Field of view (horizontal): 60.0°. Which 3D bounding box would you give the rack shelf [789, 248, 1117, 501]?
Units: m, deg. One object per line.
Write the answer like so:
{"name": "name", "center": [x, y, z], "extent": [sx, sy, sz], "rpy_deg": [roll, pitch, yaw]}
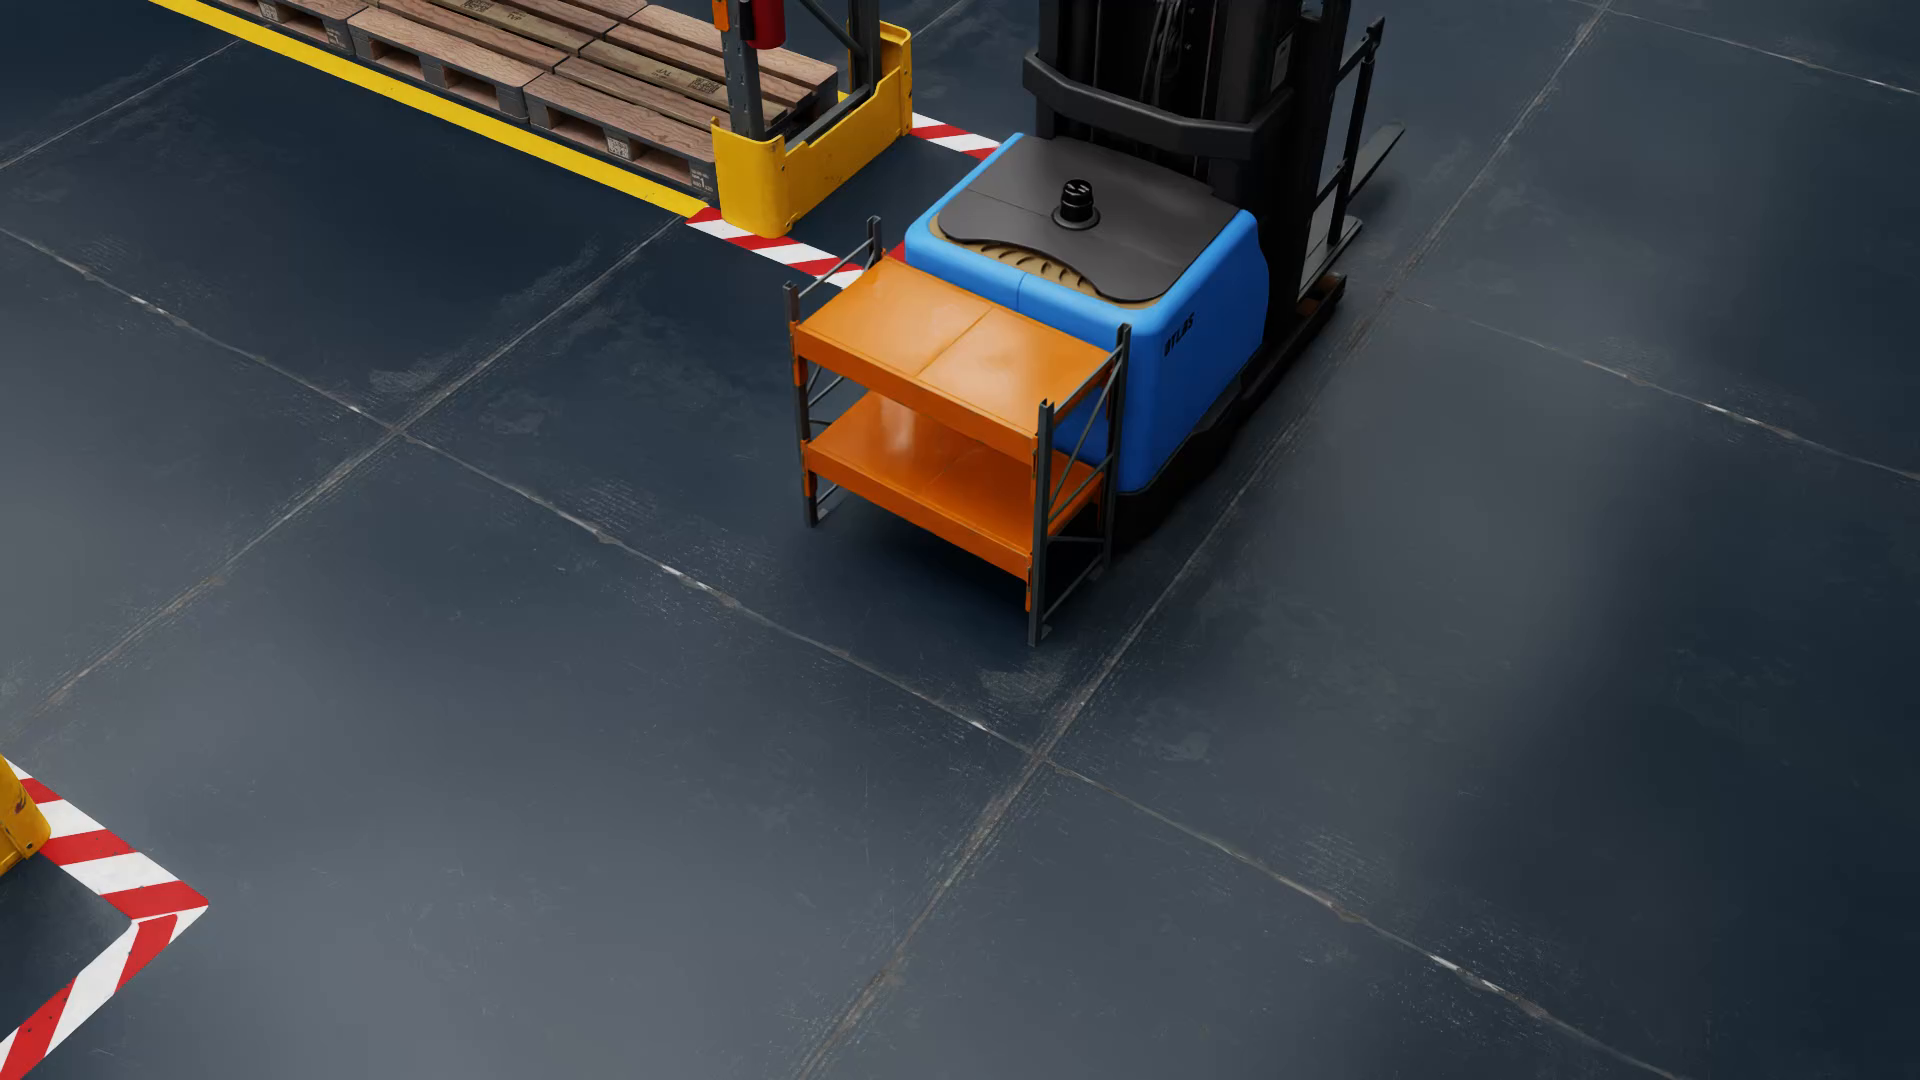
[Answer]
{"name": "rack shelf", "center": [-0.017, -0.578, 5.619], "extent": [1.000, 0.278, 0.538], "rpy_deg": [27, 52, 24]}

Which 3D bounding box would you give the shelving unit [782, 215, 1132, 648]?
{"name": "shelving unit", "center": [-0.017, -0.374, 5.829], "extent": [1.048, 1.125, 0.538], "rpy_deg": [27, 52, 24]}

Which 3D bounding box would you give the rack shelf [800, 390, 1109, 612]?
{"name": "rack shelf", "center": [-0.017, -0.203, 6.004], "extent": [1.000, 0.278, 0.538], "rpy_deg": [27, 52, 24]}

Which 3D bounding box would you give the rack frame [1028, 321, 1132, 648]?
{"name": "rack frame", "center": [0.397, -0.162, 5.623], "extent": [0.032, 1.125, 0.500], "rpy_deg": [27, 52, 24]}

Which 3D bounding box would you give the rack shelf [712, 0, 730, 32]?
{"name": "rack shelf", "center": [-2.379, -3.345, 7.910], "extent": [4.000, 0.370, 1.077], "rpy_deg": [25, 51, 22]}

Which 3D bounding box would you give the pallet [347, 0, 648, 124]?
{"name": "pallet", "center": [-2.392, -2.665, 8.693], "extent": [1.213, 0.211, 1.003], "rpy_deg": [25, 51, 22]}

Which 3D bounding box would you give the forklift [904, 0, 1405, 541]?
{"name": "forklift", "center": [1.007, -2.054, 6.202], "extent": [1.130, 2.935, 3.031], "rpy_deg": [25, 51, 22]}

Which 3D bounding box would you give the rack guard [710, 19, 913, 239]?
{"name": "rack guard", "center": [-0.669, -1.949, 7.795], "extent": [0.348, 0.500, 1.175], "rpy_deg": [25, 51, 22]}

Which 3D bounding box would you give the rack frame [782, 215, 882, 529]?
{"name": "rack frame", "center": [-0.431, -0.585, 6.034], "extent": [0.032, 1.125, 0.500], "rpy_deg": [27, 52, 24]}

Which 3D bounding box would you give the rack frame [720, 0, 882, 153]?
{"name": "rack frame", "center": [-0.696, -2.821, 6.900], "extent": [0.127, 3.000, 1.000], "rpy_deg": [25, 51, 22]}

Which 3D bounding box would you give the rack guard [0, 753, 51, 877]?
{"name": "rack guard", "center": [-3.349, 1.049, 4.882], "extent": [0.348, 0.500, 1.175], "rpy_deg": [25, 51, 22]}

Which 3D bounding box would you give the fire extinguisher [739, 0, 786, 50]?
{"name": "fire extinguisher", "center": [-0.814, -2.332, 6.738], "extent": [0.183, 0.674, 0.296], "rpy_deg": [25, 51, 22]}

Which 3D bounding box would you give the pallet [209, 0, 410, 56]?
{"name": "pallet", "center": [-3.423, -3.137, 9.151], "extent": [1.213, 0.211, 1.003], "rpy_deg": [25, 51, 22]}

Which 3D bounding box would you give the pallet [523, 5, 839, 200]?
{"name": "pallet", "center": [-1.369, -2.192, 8.233], "extent": [1.213, 0.211, 1.003], "rpy_deg": [25, 51, 22]}
